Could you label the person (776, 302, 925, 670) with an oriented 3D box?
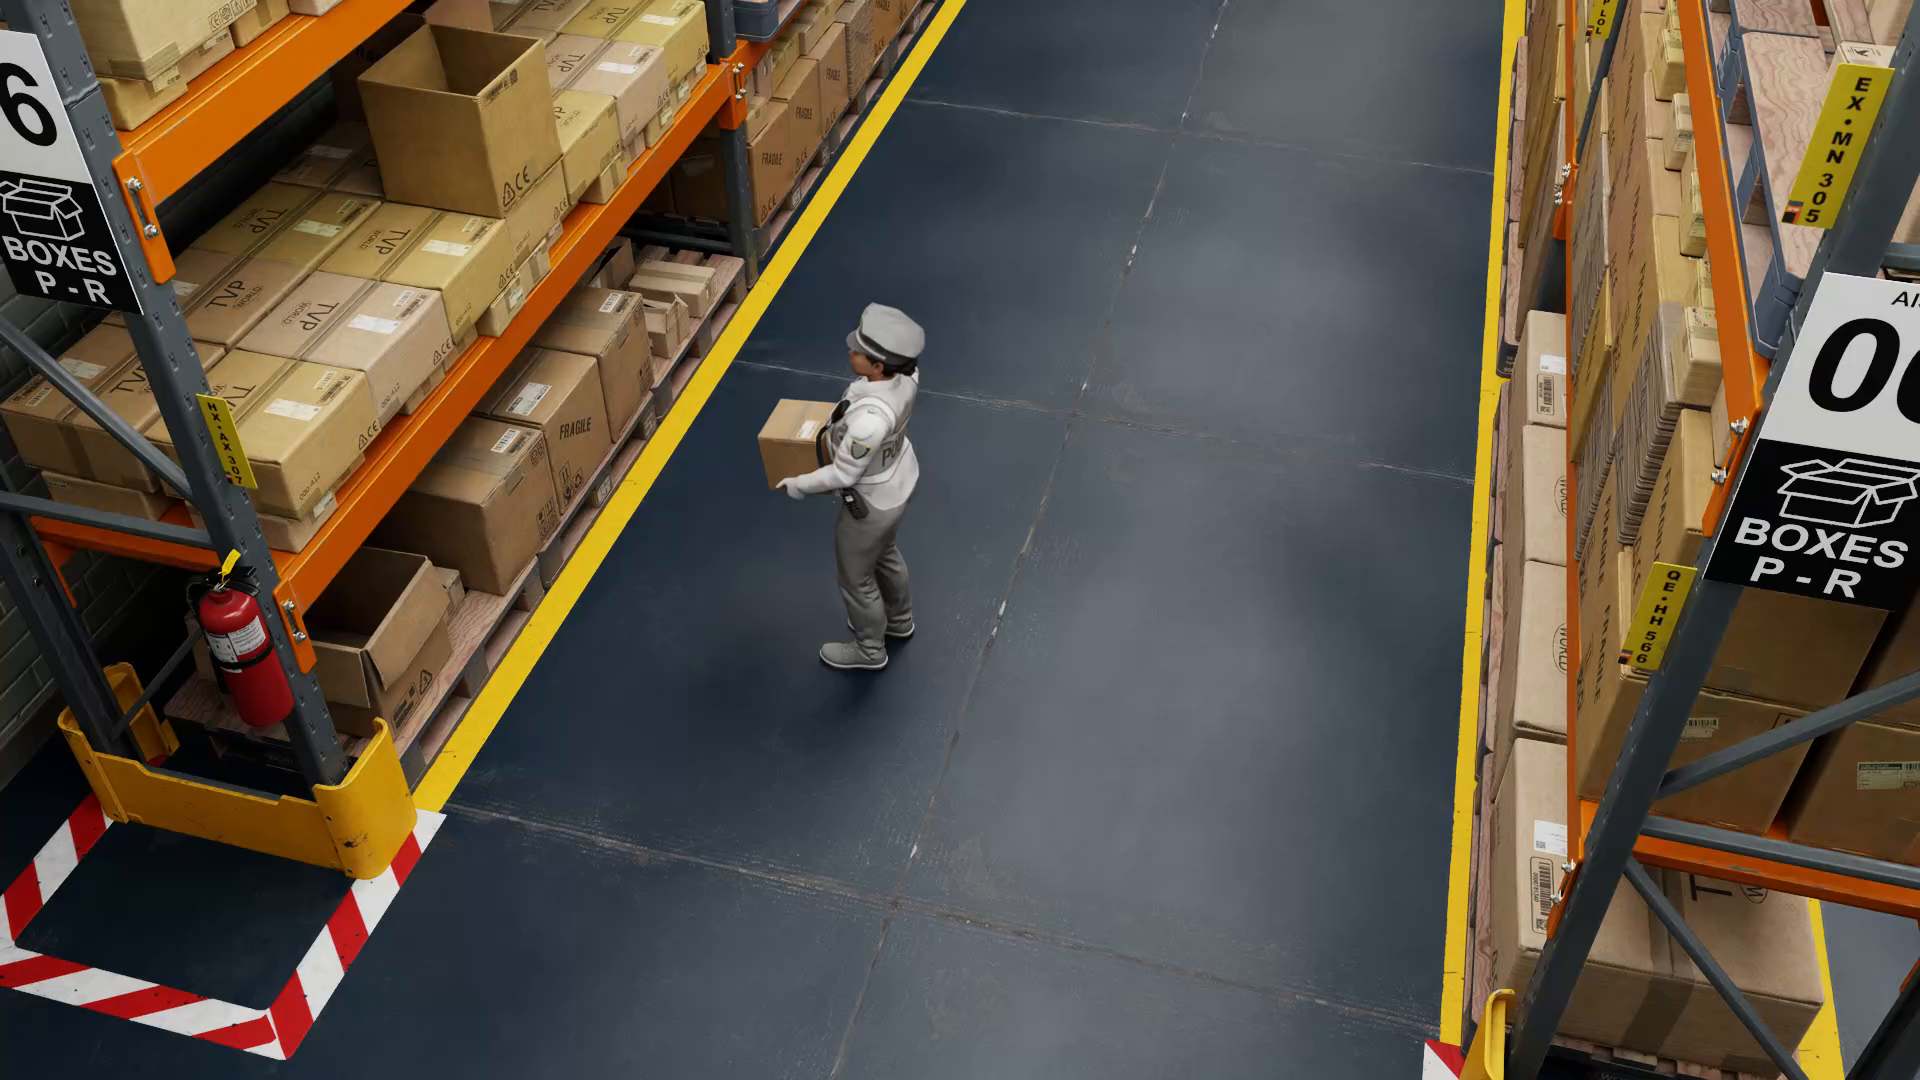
[{"bbox_3d":[-0.391,-0.190,6.357,0.556,1.686,0.459,11,42,12],"label":"person"}]
